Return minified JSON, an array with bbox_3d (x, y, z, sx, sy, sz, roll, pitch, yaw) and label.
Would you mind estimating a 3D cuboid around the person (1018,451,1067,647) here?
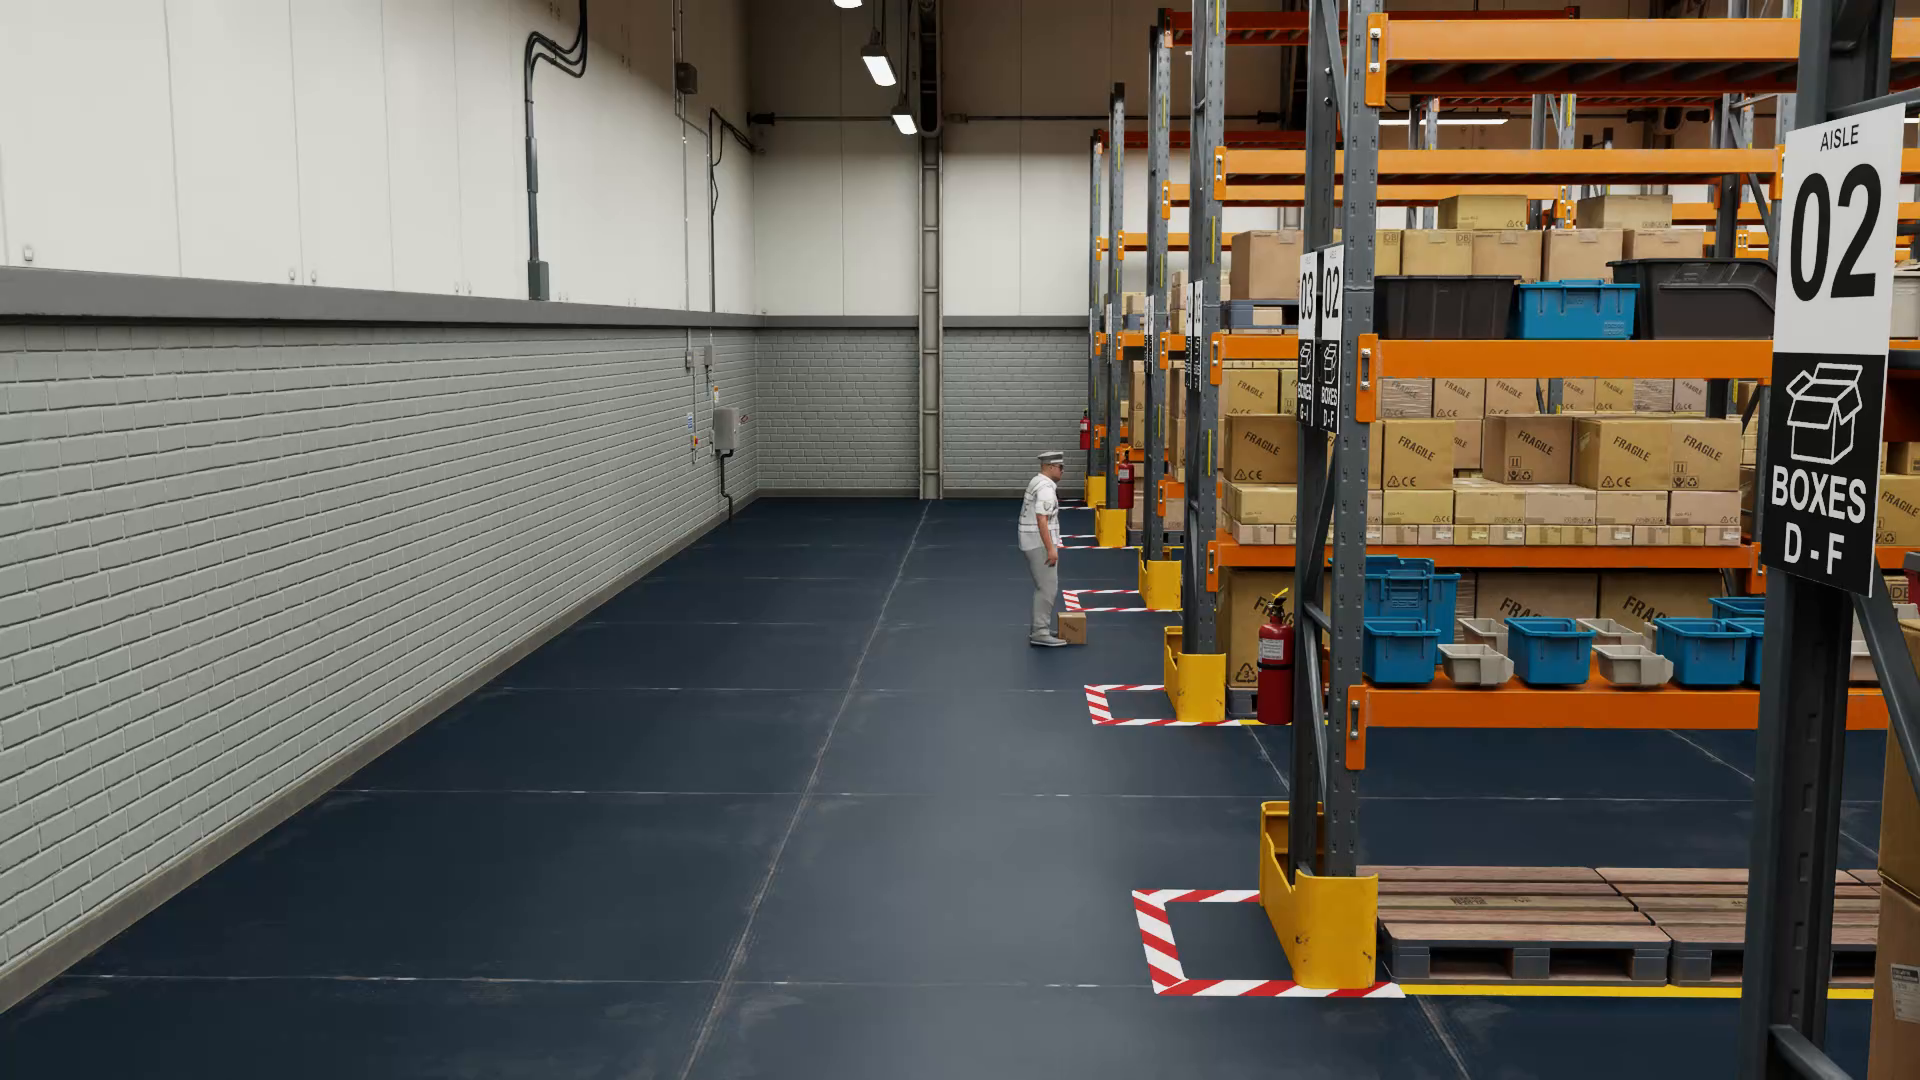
[{"bbox_3d":[0.758,0.065,15.210,0.439,1.751,0.606,0,7,-2],"label":"person"}]
